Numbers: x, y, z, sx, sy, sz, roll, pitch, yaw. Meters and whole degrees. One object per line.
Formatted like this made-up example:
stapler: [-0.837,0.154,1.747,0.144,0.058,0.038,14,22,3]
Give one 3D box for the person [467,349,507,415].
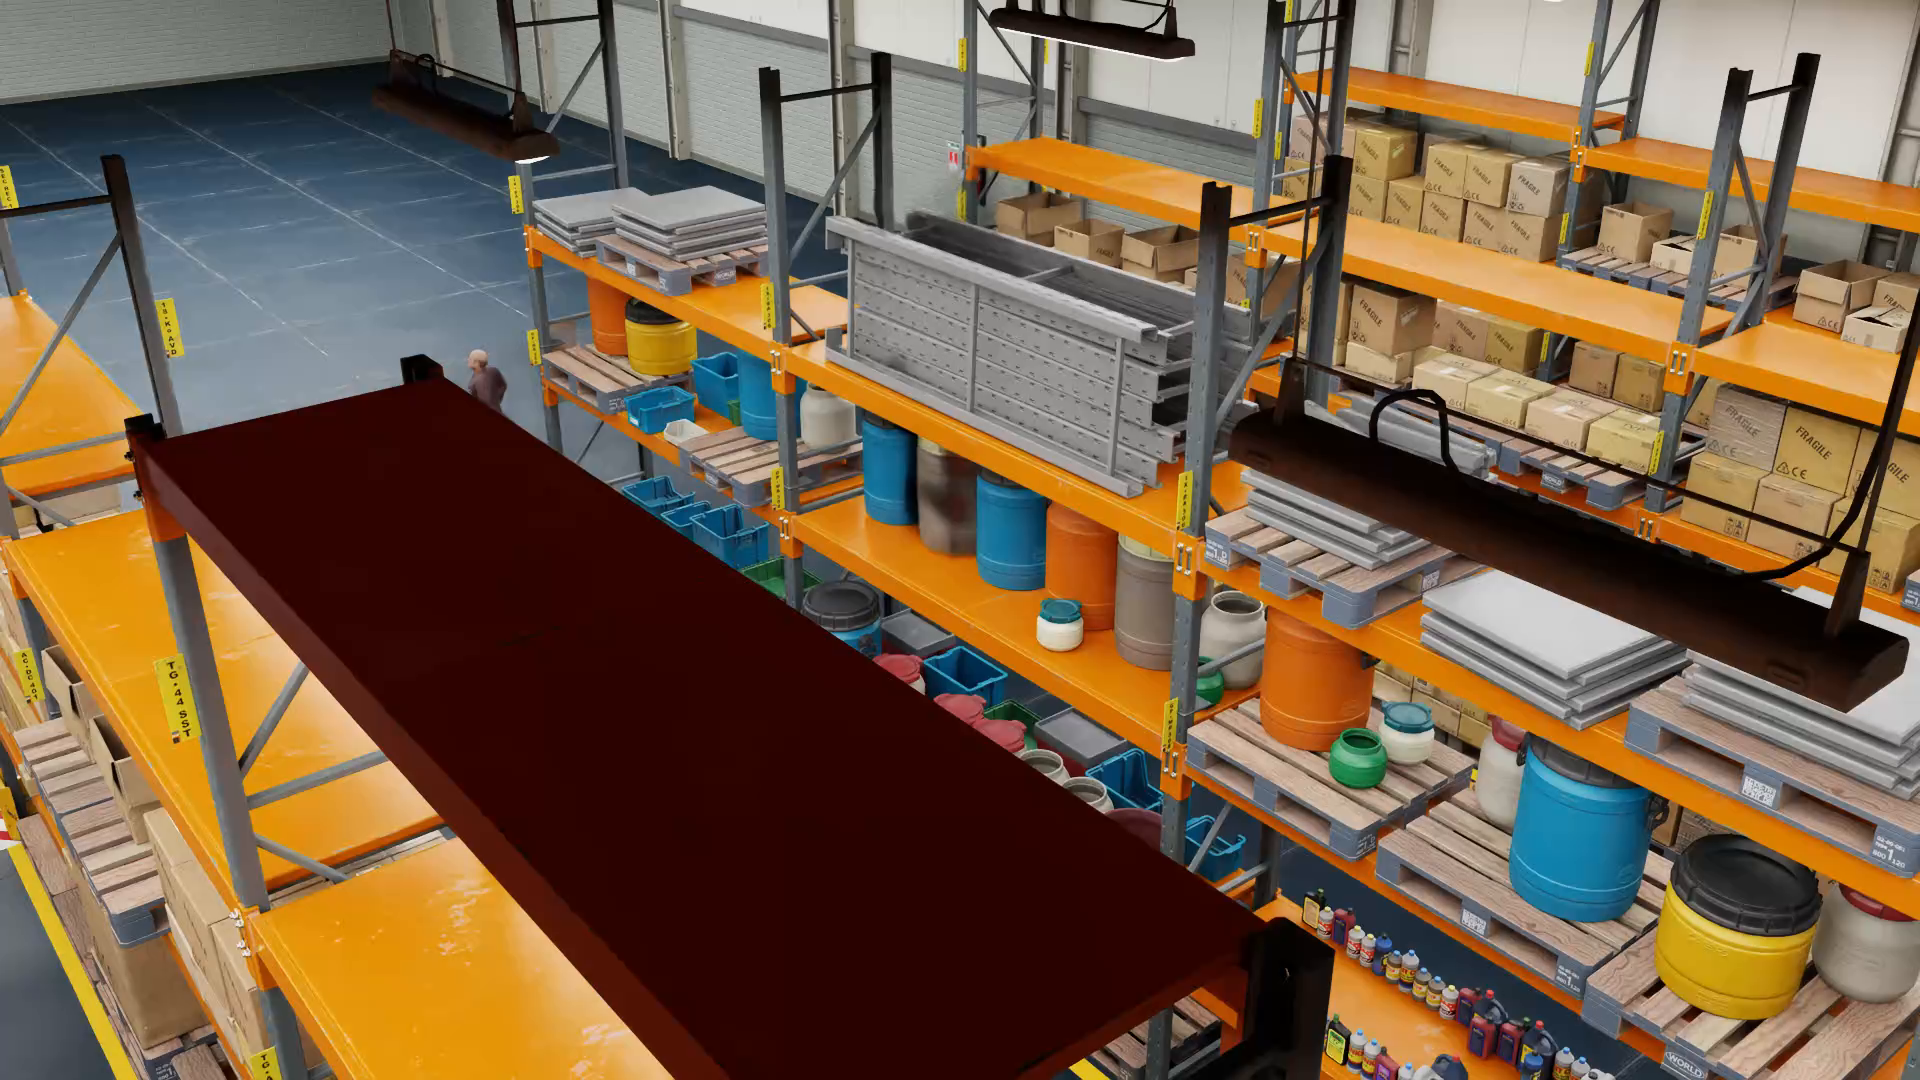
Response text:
person: [-5.444,-1.343,19.039,0.650,1.747,0.692,-5,26,-9]
